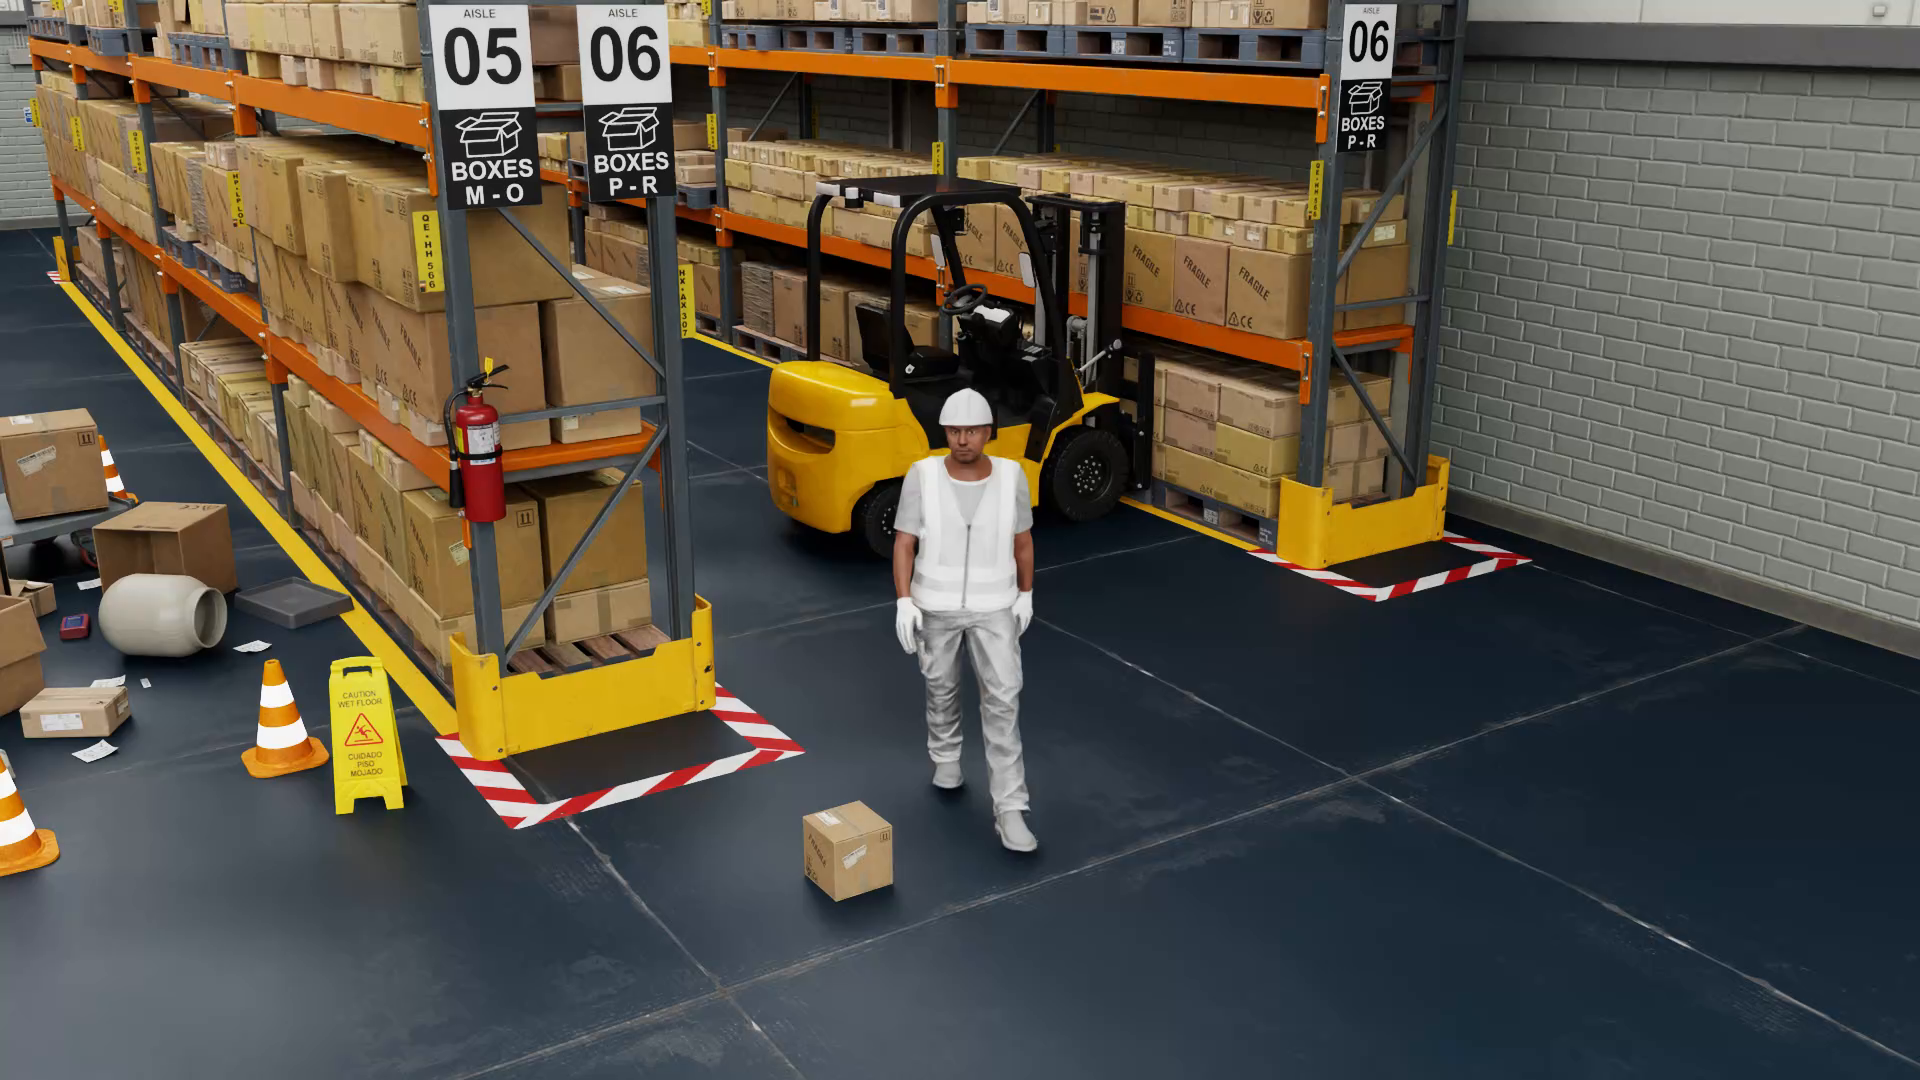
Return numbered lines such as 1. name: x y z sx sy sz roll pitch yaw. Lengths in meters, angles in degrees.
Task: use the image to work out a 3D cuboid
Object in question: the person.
1. person: 0.021 0.293 6.576 0.573 1.736 0.946 0 18 -1
